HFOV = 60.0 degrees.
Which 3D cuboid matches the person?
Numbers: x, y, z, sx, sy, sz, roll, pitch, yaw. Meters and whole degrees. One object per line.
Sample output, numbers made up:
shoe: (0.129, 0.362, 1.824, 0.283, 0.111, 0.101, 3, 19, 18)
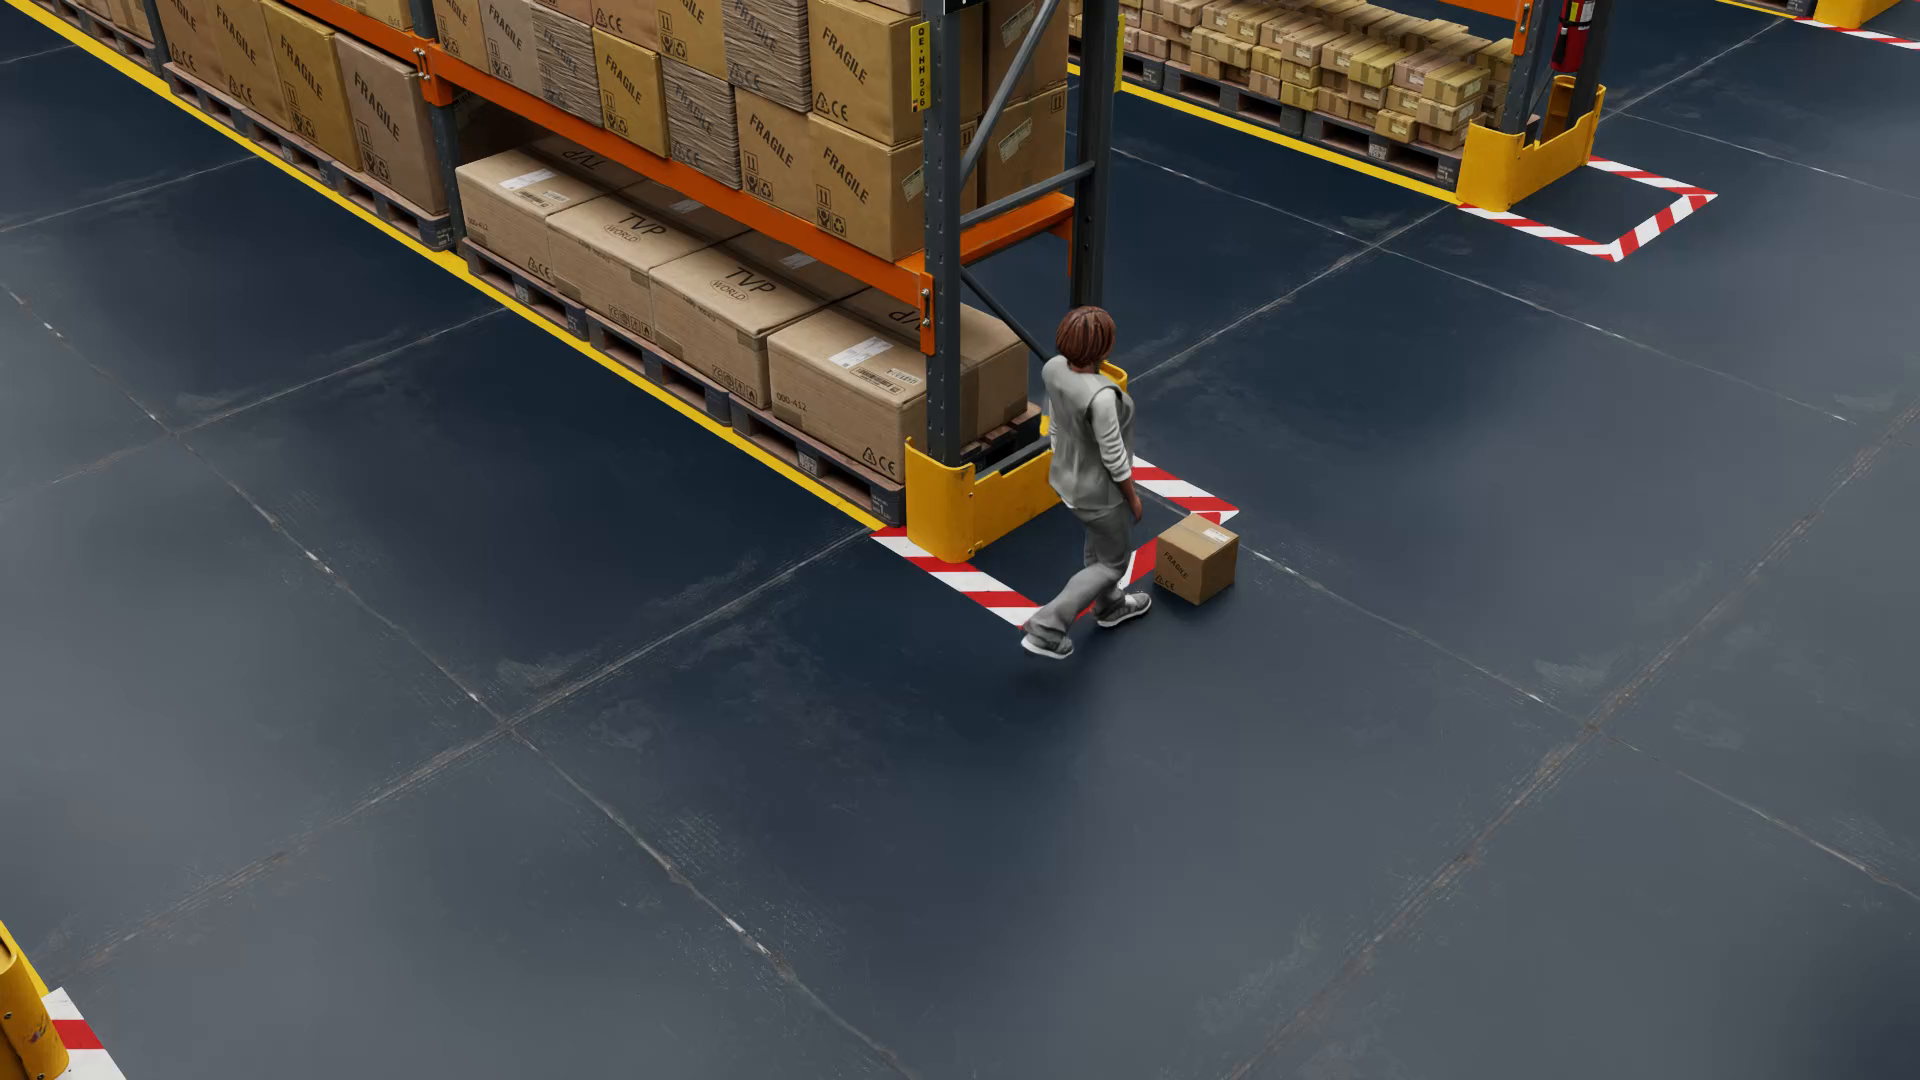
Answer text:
person: (0.525, -0.213, 6.443, 0.742, 1.569, 0.424, -17, 39, -23)
